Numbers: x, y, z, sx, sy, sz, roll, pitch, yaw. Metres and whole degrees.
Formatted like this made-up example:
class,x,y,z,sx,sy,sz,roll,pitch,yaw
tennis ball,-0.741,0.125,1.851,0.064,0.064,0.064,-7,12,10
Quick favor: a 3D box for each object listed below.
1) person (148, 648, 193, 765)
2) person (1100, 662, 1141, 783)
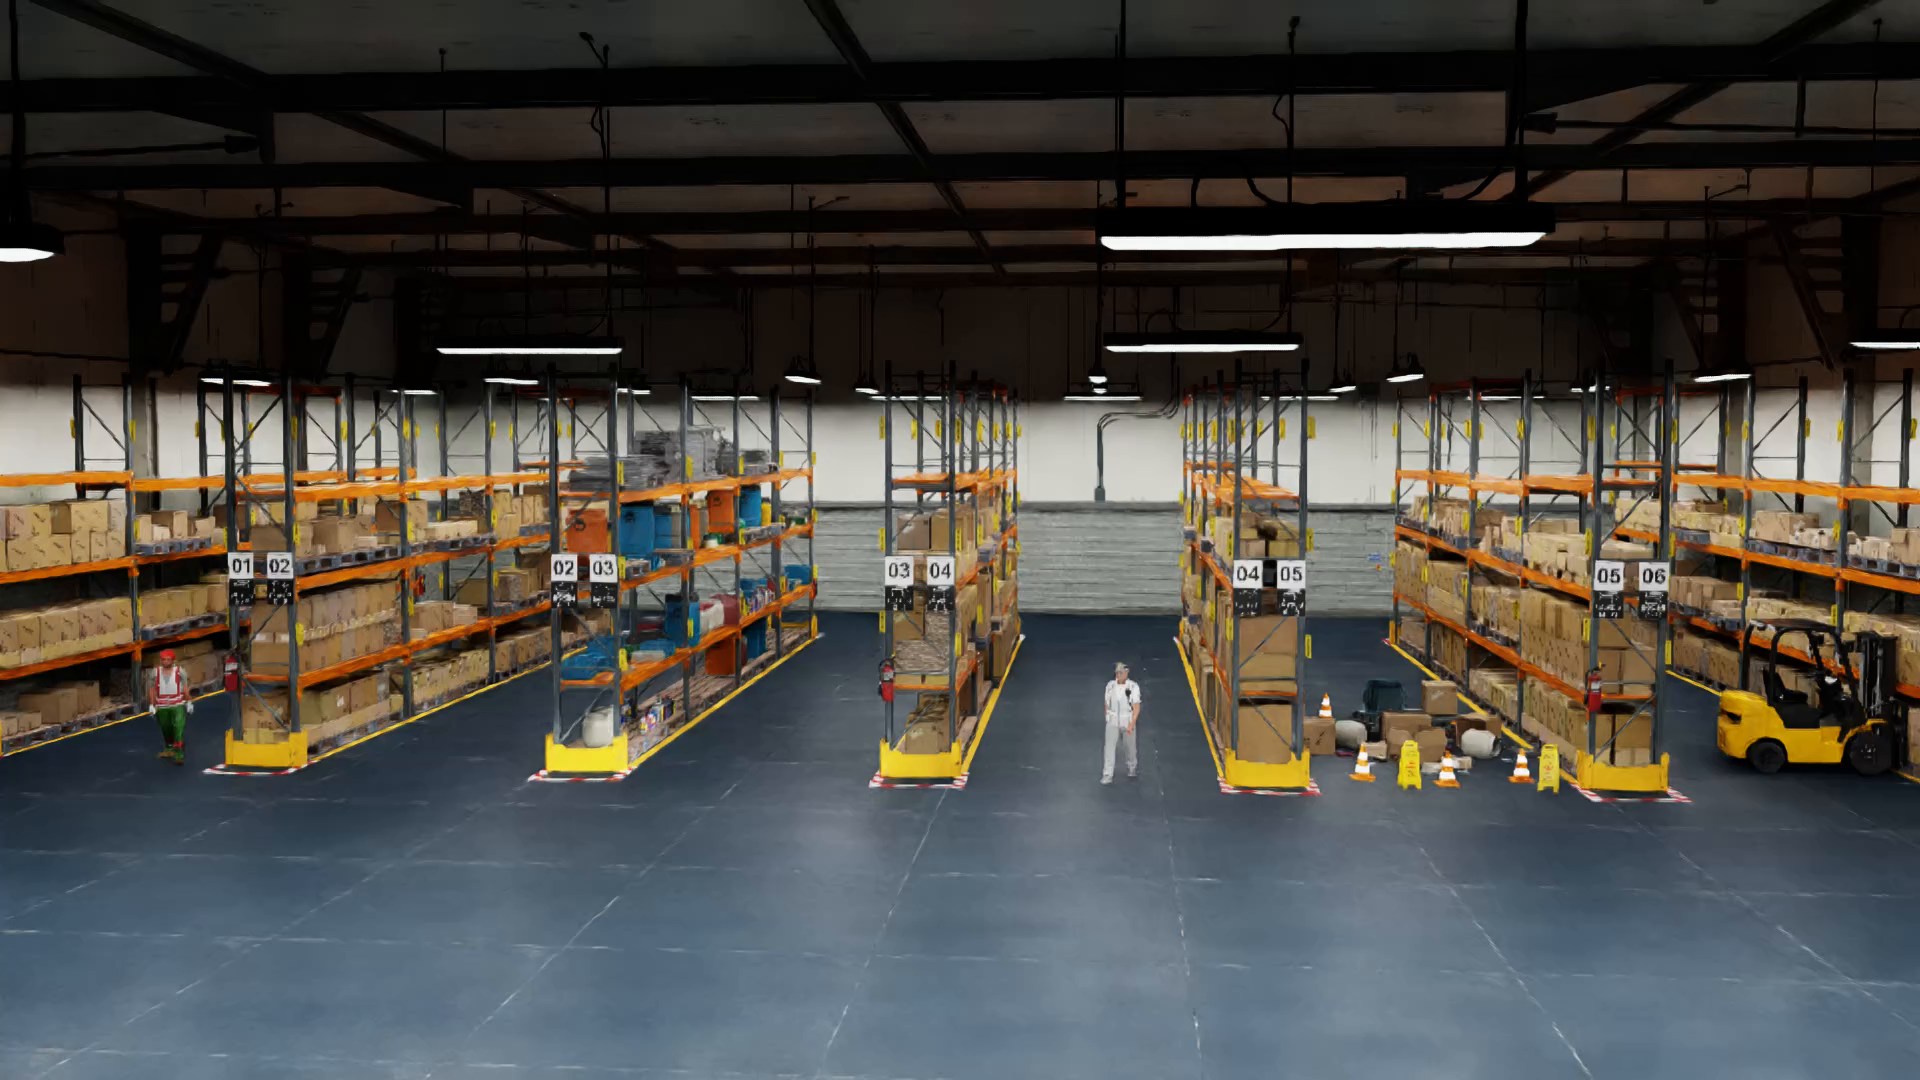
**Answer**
class,x,y,z,sx,sy,sz,roll,pitch,yaw
person,-11.905,2.493,25.061,0.592,1.746,0.976,-1,4,-16
person,2.305,2.573,23.666,0.535,1.705,1.029,1,4,15
